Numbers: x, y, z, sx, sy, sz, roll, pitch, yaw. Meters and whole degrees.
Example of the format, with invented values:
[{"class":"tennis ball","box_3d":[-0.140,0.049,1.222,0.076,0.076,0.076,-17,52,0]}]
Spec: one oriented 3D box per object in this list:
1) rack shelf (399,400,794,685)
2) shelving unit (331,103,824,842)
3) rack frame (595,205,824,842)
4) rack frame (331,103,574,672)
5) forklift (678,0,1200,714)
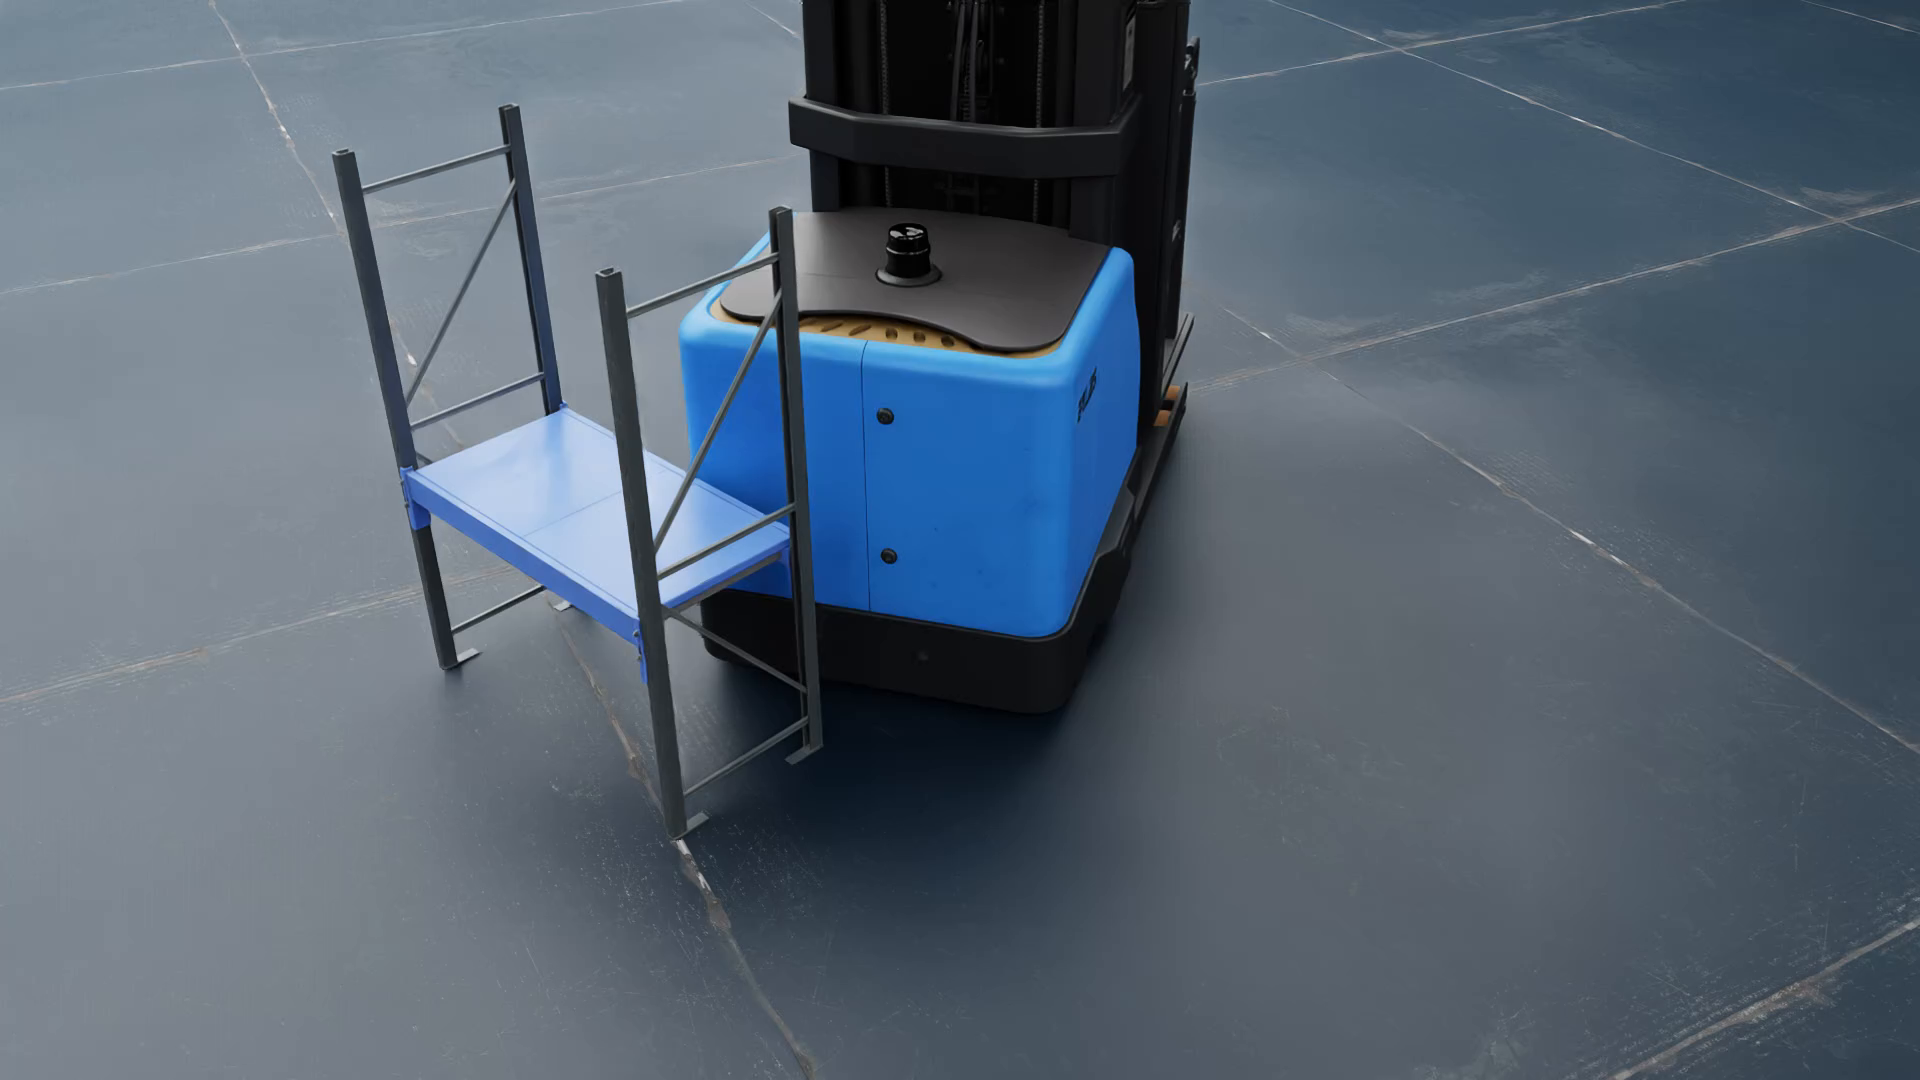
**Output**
[{"class":"rack shelf","box_3d":[-0.915,-0.028,4.236,1.000,0.185,0.538,27,41,35]},{"class":"shelving unit","box_3d":[-0.915,-0.179,4.139,1.048,1.500,0.538,27,41,35]},{"class":"rack frame","box_3d":[-0.543,0.008,3.847,0.032,1.500,0.500,27,41,35]},{"class":"rack frame","box_3d":[-1.287,-0.366,4.431,0.032,1.500,0.500,27,41,35]},{"class":"forklift","box_3d":[0.172,-1.562,4.972,1.130,2.935,3.031,9,34,13]}]
